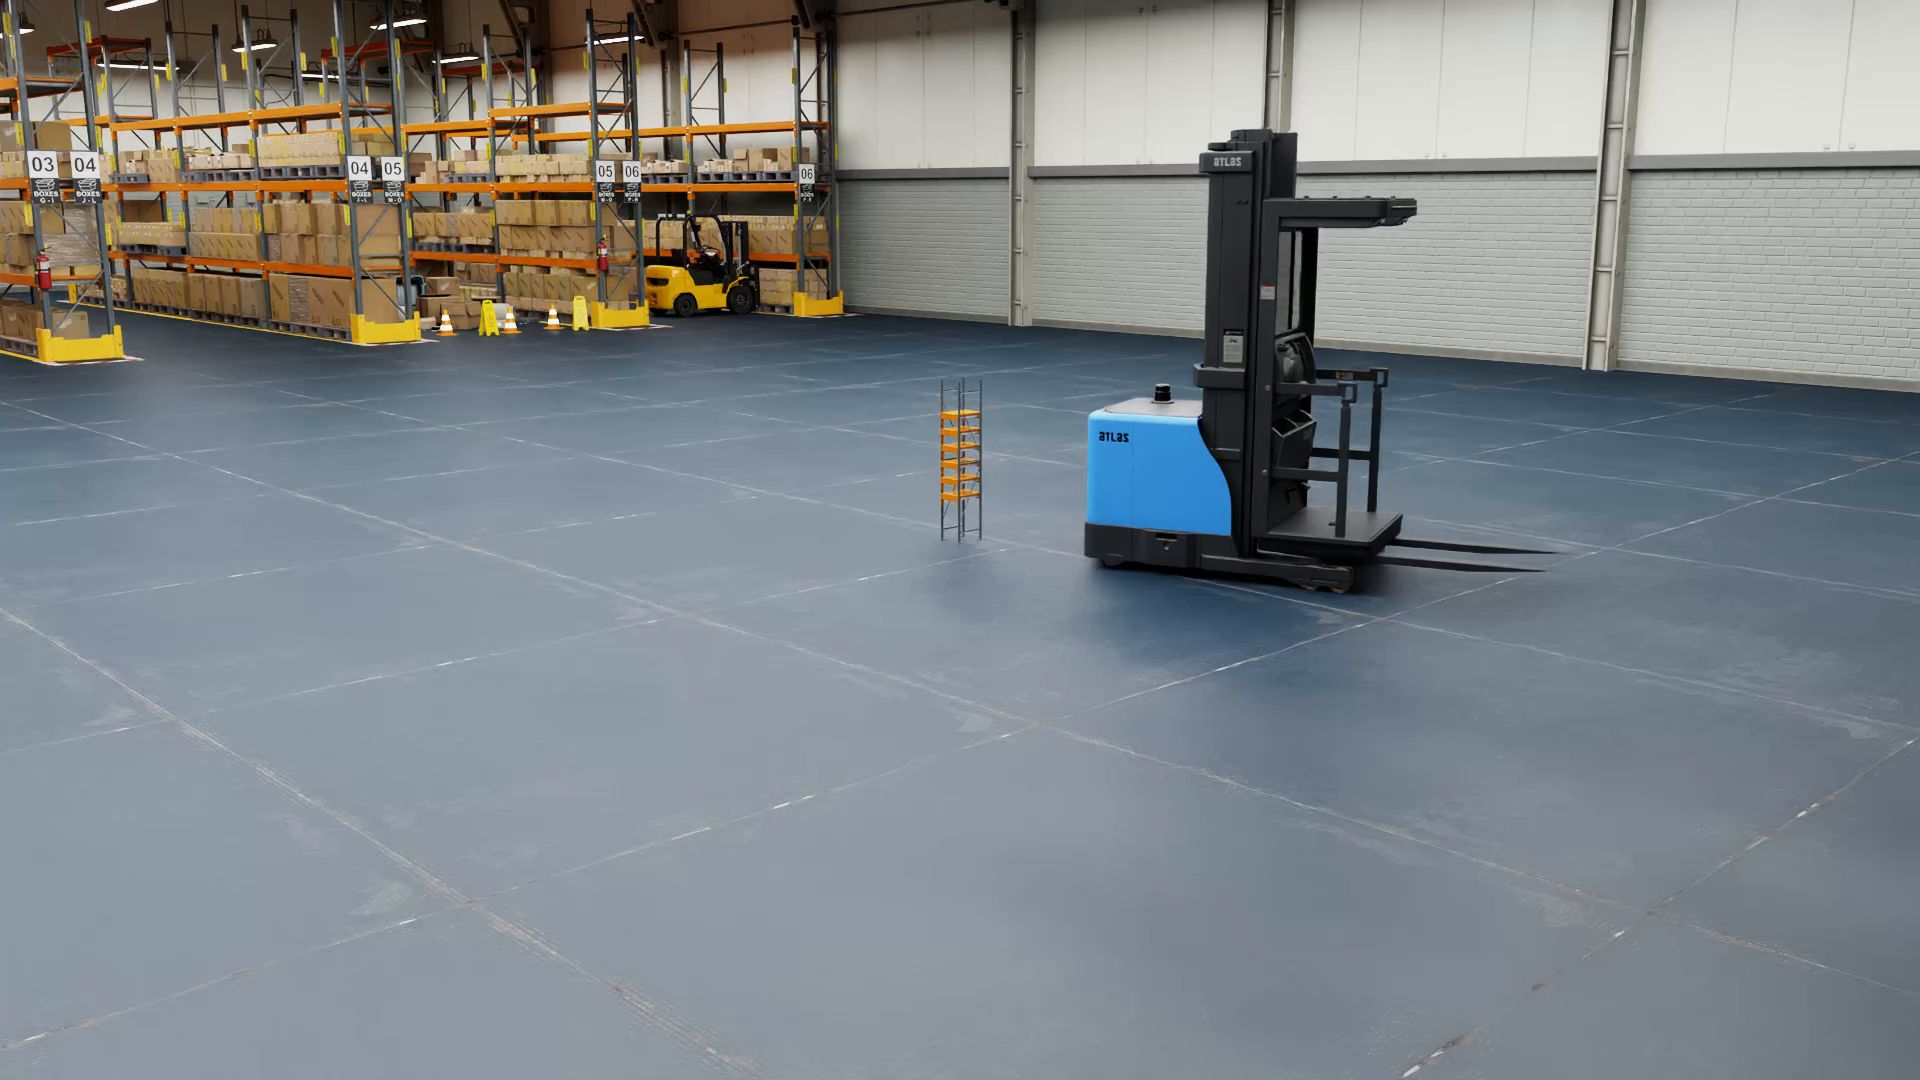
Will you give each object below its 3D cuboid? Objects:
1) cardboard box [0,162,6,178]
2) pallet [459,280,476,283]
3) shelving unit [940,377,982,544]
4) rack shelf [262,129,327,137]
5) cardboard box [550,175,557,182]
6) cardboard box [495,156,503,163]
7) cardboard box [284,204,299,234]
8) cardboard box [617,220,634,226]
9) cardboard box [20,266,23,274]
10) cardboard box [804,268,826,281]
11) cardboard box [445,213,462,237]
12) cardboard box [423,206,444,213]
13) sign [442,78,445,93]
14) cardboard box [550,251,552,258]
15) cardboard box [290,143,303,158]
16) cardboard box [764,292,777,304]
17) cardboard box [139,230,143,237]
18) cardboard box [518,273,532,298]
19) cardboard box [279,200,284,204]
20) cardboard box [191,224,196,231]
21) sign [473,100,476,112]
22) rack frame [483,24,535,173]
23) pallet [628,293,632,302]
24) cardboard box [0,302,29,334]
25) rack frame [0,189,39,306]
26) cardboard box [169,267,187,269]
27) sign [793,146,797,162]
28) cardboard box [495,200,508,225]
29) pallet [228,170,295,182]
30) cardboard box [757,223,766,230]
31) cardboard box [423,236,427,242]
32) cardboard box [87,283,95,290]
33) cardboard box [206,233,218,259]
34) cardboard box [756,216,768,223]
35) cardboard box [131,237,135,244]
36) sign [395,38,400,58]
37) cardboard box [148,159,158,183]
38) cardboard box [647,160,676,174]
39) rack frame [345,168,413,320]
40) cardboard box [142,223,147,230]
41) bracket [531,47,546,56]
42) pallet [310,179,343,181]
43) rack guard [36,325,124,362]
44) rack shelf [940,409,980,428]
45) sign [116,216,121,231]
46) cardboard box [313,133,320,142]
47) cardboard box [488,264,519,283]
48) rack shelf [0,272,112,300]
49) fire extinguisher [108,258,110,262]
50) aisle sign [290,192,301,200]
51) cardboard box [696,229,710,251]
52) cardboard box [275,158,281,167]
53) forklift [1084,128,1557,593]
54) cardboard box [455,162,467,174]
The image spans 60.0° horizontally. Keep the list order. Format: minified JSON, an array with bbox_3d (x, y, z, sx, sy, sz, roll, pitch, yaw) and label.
[{"bbox_3d":[-15.068,-5.908,26.591,0.500,0.250,0.500,-10,16,-41],"label":"cardboard box"},{"bbox_3d":[-13.547,-7.244,47.049,1.003,0.211,1.213,-11,16,-43],"label":"pallet"},{"bbox_3d":[0.010,-0.586,12.280,0.258,1.200,0.189,-11,16,-43],"label":"shelving unit"},{"bbox_3d":[-16.357,-10.143,42.117,1.077,0.370,4.000,-11,16,-43],"label":"rack shelf"},{"bbox_3d":[-8.002,-7.260,33.404,0.250,0.149,0.380,11,16,44],"label":"cardboard box"},{"bbox_3d":[-9.470,-7.939,34.724,0.380,0.149,0.250,-11,16,-44],"label":"cardboard box"},{"bbox_3d":[-11.994,-5.971,30.910,0.875,0.550,0.550,-11,16,-43],"label":"cardboard box"},{"bbox_3d":[-8.238,-7.776,40.865,0.380,0.149,0.250,-10,16,-41],"label":"cardboard box"},{"bbox_3d":[-14.889,-4.365,26.789,0.380,0.149,0.250,-11,16,-43],"label":"cardboard box"},{"bbox_3d":[-3.297,-5.847,36.654,0.500,0.250,0.500,-11,16,-43],"label":"cardboard box"},{"bbox_3d":[-10.994,-6.954,36.705,0.500,0.500,0.500,11,16,43],"label":"cardboard box"},{"bbox_3d":[-12.377,-7.522,38.763,0.500,0.500,0.500,11,16,43],"label":"cardboard box"},{"bbox_3d":[-11.828,-10.389,38.025,0.100,0.325,0.005,-11,16,-43],"label":"sign"},{"bbox_3d":[-8.143,-5.837,33.933,0.380,0.149,0.250,-11,16,-43],"label":"cardboard box"},{"bbox_3d":[-11.778,-7.054,30.128,0.500,0.250,0.500,-11,16,-42],"label":"cardboard box"},{"bbox_3d":[-3.991,-5.359,36.765,0.500,0.250,0.500,-11,16,-43],"label":"cardboard box"},{"bbox_3d":[-17.637,-6.672,36.209,0.380,0.149,0.250,-11,16,-43],"label":"cardboard box"},{"bbox_3d":[-8.861,-5.320,34.713,0.500,0.500,0.500,-10,15,-40],"label":"cardboard box"},{"bbox_3d":[-17.364,-8.729,43.011,0.380,0.149,0.250,-10,15,-41],"label":"cardboard box"},{"bbox_3d":[-16.257,-6.716,35.686,0.380,0.149,0.250,-11,16,-43],"label":"cardboard box"},{"bbox_3d":[-13.735,-12.285,47.031,0.100,0.325,0.005,-11,16,-43],"label":"sign"},{"bbox_3d":[-9.451,-9.232,34.920,1.000,3.000,0.127,-11,16,-43],"label":"rack frame"},{"bbox_3d":[-8.086,-6.078,41.391,1.003,0.211,1.213,-11,16,-43],"label":"pallet"},{"bbox_3d":[-16.371,-3.830,28.722,0.500,0.500,0.500,11,16,43],"label":"cardboard box"},{"bbox_3d":[-16.619,-4.913,28.822,1.000,3.000,0.127,-11,16,-43],"label":"rack frame"},{"bbox_3d":[-17.444,-5.955,37.177,0.500,0.250,0.500,-10,15,-40],"label":"cardboard box"},{"bbox_3d":[-3.504,-8.192,35.311,0.100,0.325,0.005,-11,16,-43],"label":"sign"},{"bbox_3d":[-9.304,-6.883,34.926,0.700,0.500,0.500,-11,16,-43],"label":"cardboard box"},{"bbox_3d":[-13.630,-7.091,32.438,1.217,0.209,0.805,11,16,43],"label":"pallet"},{"bbox_3d":[-4.258,-6.930,36.759,0.250,0.149,0.380,11,16,43],"label":"cardboard box"},{"bbox_3d":[-11.953,-6.841,37.763,0.250,0.149,0.380,11,16,42],"label":"cardboard box"},{"bbox_3d":[-20.592,-6.059,39.676,0.380,0.149,0.250,-10,15,-41],"label":"cardboard box"},{"bbox_3d":[-14.908,-5.971,33.713,0.500,0.500,0.500,-11,16,-43],"label":"cardboard box"},{"bbox_3d":[-4.273,-7.073,36.714,0.380,0.149,0.250,-10,16,-41],"label":"cardboard box"},{"bbox_3d":[-18.009,-6.604,36.615,0.380,0.149,0.250,-11,16,-42],"label":"cardboard box"},{"bbox_3d":[-9.794,-8.555,28.928,0.100,0.325,0.005,-11,16,-43],"label":"sign"},{"bbox_3d":[-16.999,-7.884,35.561,0.500,0.500,0.500,-11,16,-43],"label":"cardboard box"},{"bbox_3d":[-7.070,-8.850,39.431,0.500,0.311,0.500,11,16,43],"label":"cardboard box"},{"bbox_3d":[-10.199,-5.005,29.272,1.000,3.000,0.127,-11,16,-43],"label":"rack frame"},{"bbox_3d":[-17.464,-6.782,36.002,0.380,0.149,0.250,-10,15,-41],"label":"cardboard box"},{"bbox_3d":[-11.188,-12.972,44.152,0.235,0.232,0.430,-11,16,-43],"label":"bracket"},{"bbox_3d":[-15.533,-9.008,41.485,1.003,0.211,1.213,-11,16,-43],"label":"pallet"},{"bbox_3d":[-13.909,-3.116,26.295,1.175,0.500,0.348,-11,16,-43],"label":"rack guard"},{"bbox_3d":[0.010,-0.895,12.216,0.258,0.103,0.180,-11,16,-43],"label":"rack shelf"},{"bbox_3d":[-18.873,-7.104,37.313,0.100,0.325,0.005,-11,16,-43],"label":"sign"},{"bbox_3d":[-11.206,-7.110,29.413,0.380,0.149,0.250,-11,16,-42],"label":"cardboard box"},{"bbox_3d":[-12.518,-7.334,45.731,0.500,0.500,0.700,11,16,43],"label":"cardboard box"},{"bbox_3d":[-15.238,-4.268,27.478,1.077,0.370,4.000,-11,16,-43],"label":"rack shelf"},{"bbox_3d":[-21.089,-7.221,41.142,0.296,0.674,0.183,-11,16,-43],"label":"fire extinguisher"},{"bbox_3d":[-17.564,-9.372,44.024,0.394,0.787,0.004,-11,16,-43],"label":"aisle sign"},{"bbox_3d":[-5.746,-6.934,38.384,0.500,0.500,0.500,11,16,44],"label":"cardboard box"},{"bbox_3d":[-12.432,-6.979,30.751,0.380,0.149,0.250,-11,16,-43],"label":"cardboard box"},{"bbox_3d":[2.420,-1.215,11.044,3.031,2.935,1.130,5,13,25],"label":"forklift"},{"bbox_3d":[-10.657,-8.109,36.235,0.500,0.250,0.500,-11,16,-42],"label":"cardboard box"}]
